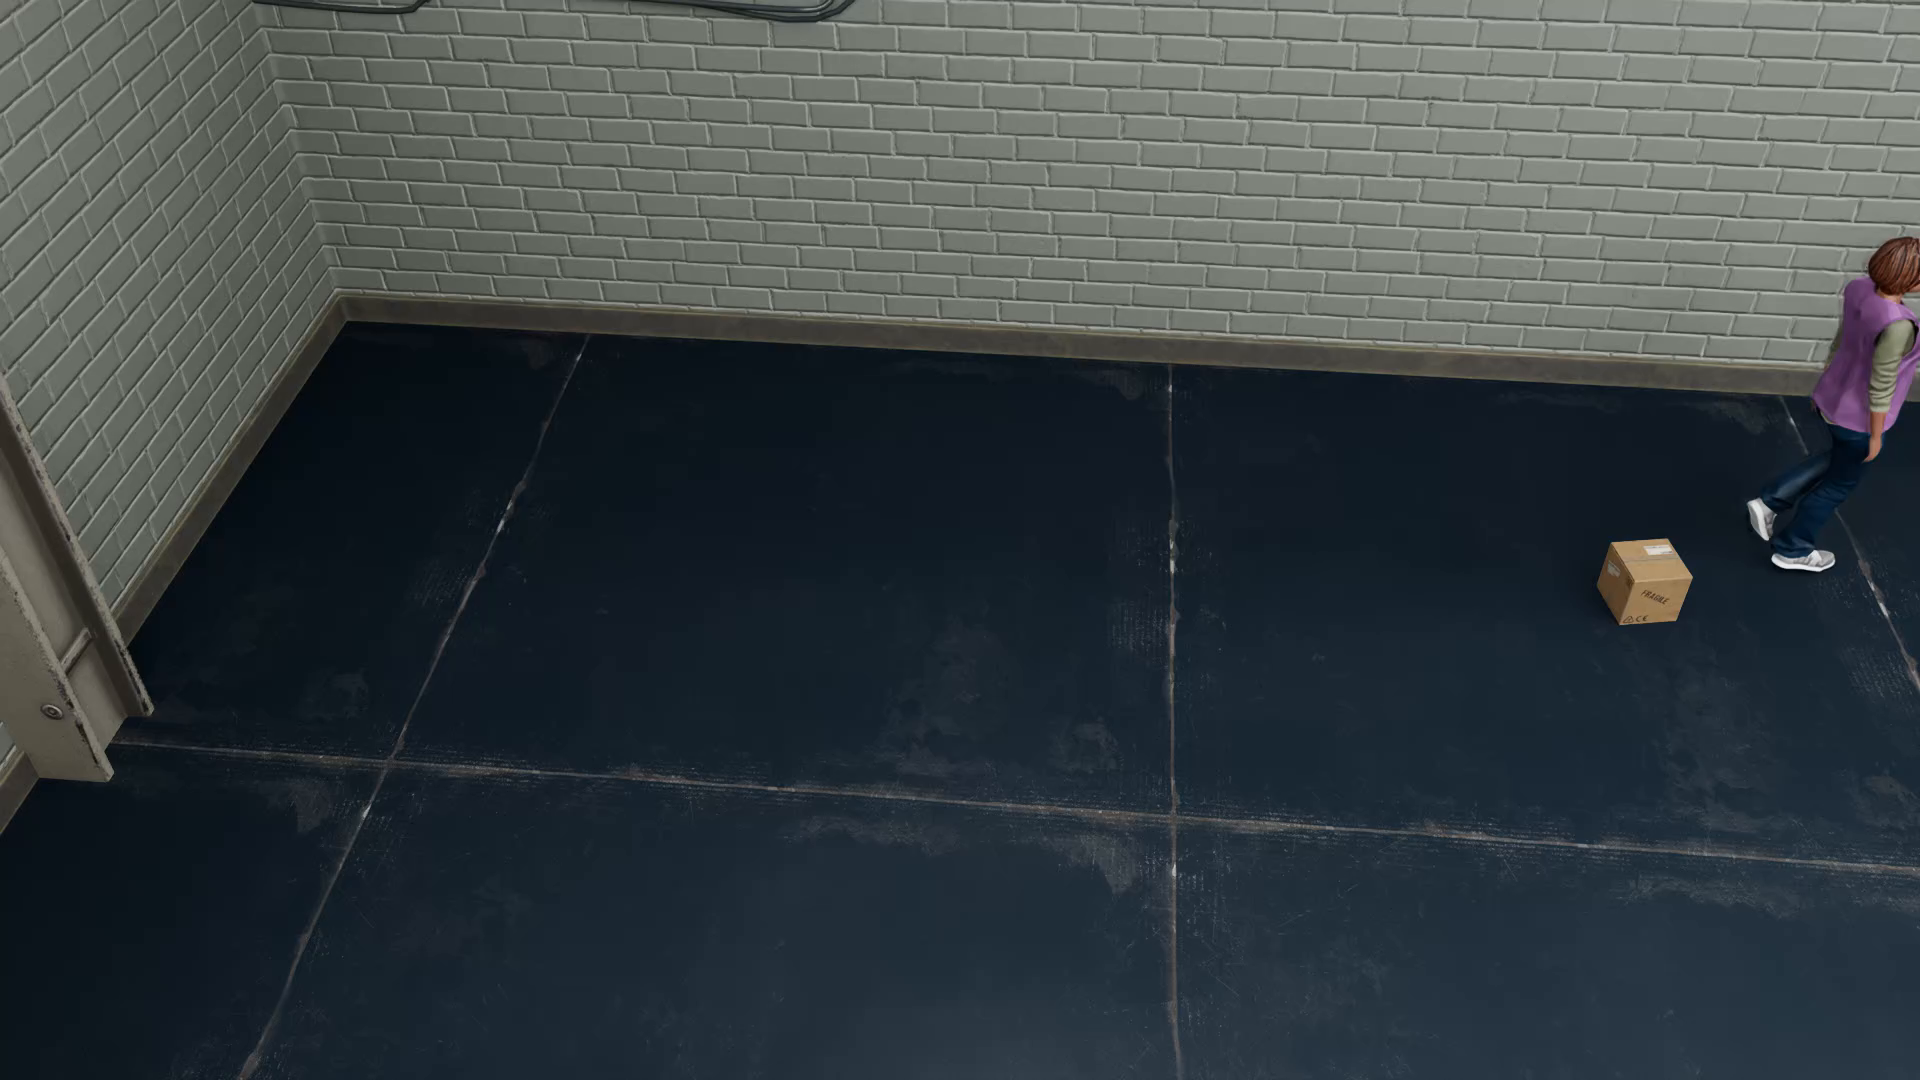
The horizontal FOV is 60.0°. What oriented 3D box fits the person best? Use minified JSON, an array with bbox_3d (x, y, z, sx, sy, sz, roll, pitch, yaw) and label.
[{"bbox_3d":[3.611,-0.522,6.738,0.444,1.591,0.431,-1,41,-1],"label":"person"}]
